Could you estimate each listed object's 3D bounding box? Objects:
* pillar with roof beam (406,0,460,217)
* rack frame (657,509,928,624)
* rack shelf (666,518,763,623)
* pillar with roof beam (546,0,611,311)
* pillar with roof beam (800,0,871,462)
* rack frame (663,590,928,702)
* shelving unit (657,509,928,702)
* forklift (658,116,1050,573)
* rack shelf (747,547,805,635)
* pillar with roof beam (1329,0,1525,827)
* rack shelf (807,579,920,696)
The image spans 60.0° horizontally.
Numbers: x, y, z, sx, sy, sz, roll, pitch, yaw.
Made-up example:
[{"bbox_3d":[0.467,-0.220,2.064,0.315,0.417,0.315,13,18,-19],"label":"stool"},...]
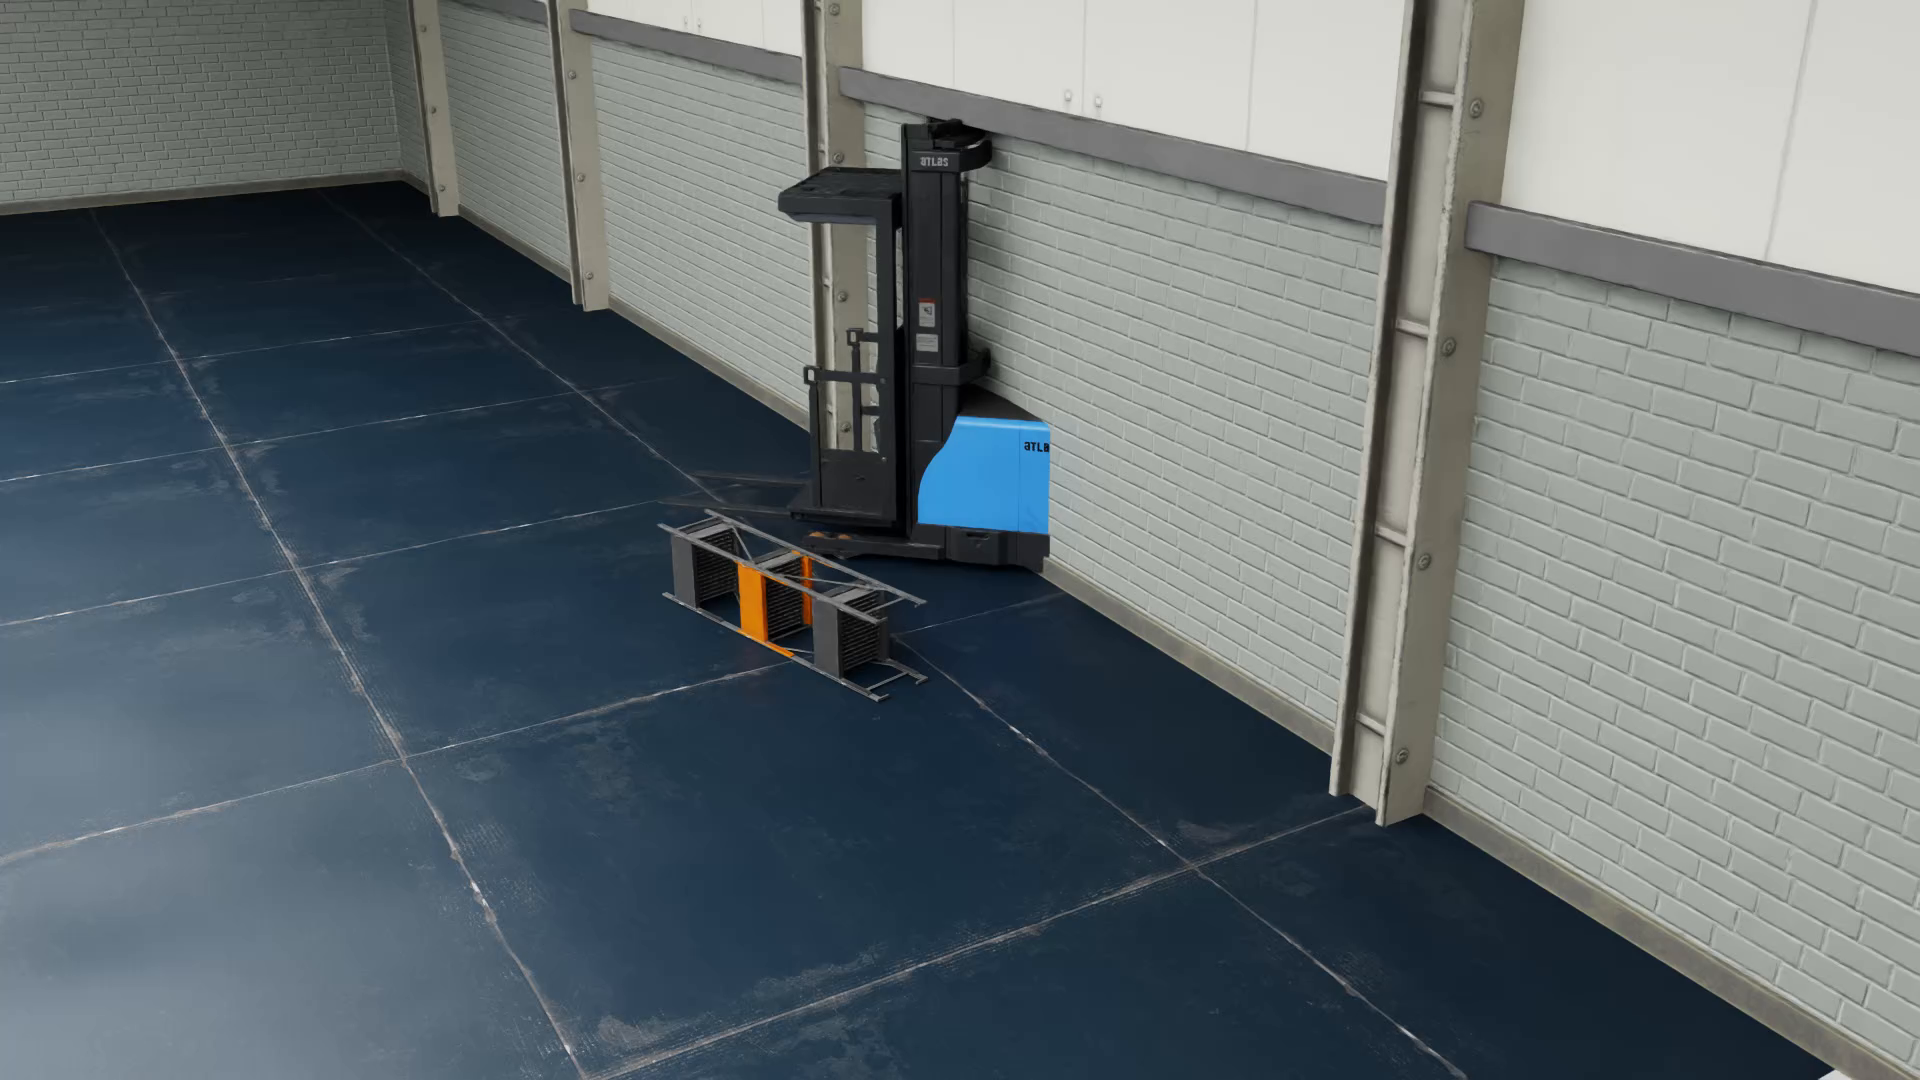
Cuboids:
[{"bbox_3d":[-10.759,-7.829,19.123,9.100,9.000,0.400,-13,25,-28],"label":"pillar with roof beam"},{"bbox_3d":[-1.067,0.134,10.148,0.400,0.015,2.100,-20,30,-41],"label":"rack frame"},{"bbox_3d":[-1.550,0.176,10.692,0.431,0.480,0.518,-20,30,-41],"label":"rack shelf"},{"bbox_3d":[-7.694,-5.887,14.344,9.100,9.000,0.400,-13,25,-28],"label":"pillar with roof beam"},{"bbox_3d":[-4.629,-3.945,9.566,9.100,9.000,0.400,-13,25,-28],"label":"pillar with roof beam"},{"bbox_3d":[-1.067,0.586,10.332,0.400,0.015,2.100,-20,30,-41],"label":"rack frame"},{"bbox_3d":[-1.067,0.360,10.240,0.431,0.503,2.100,-20,30,-41],"label":"shelving unit"},{"bbox_3d":[-0.607,-1.412,11.392,3.031,2.935,1.130,5,23,12],"label":"forklift"},{"bbox_3d":[-1.154,0.327,10.321,0.368,0.457,0.174,-20,30,-41],"label":"rack shelf"},{"bbox_3d":[-1.565,-2.002,4.787,9.100,9.000,0.400,-13,25,-28],"label":"pillar with roof beam"},{"bbox_3d":[-0.565,0.551,9.770,0.431,0.480,0.518,-20,30,-41],"label":"rack shelf"}]
